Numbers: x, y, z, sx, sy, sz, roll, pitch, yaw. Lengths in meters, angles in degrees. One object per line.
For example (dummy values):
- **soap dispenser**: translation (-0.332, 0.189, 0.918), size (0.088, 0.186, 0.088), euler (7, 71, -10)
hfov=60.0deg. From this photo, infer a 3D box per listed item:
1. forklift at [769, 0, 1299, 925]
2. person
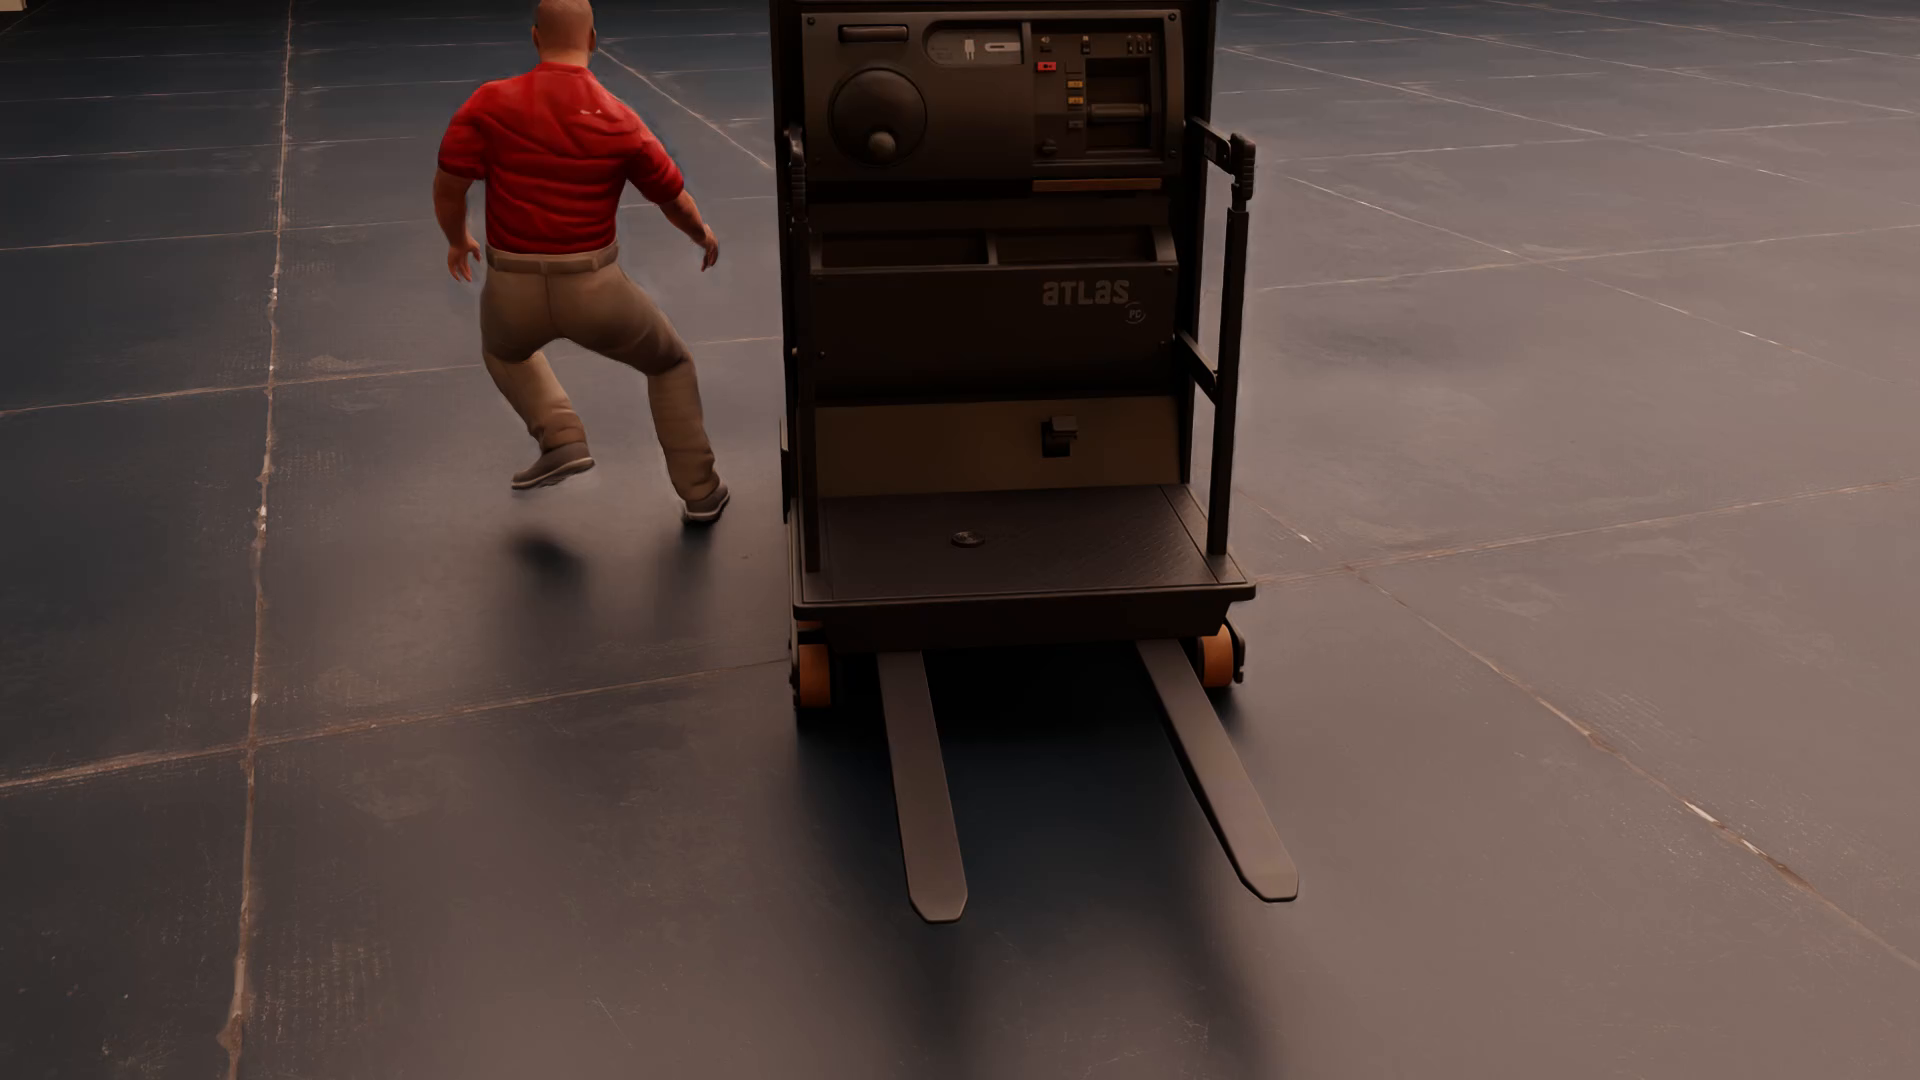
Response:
- **forklift**: translation (0.109, -1.073, 3.851), size (1.130, 2.935, 3.031), euler (-2, 23, -6)
- **person**: translation (-1.142, -0.833, 5.008), size (0.794, 1.593, 0.620), euler (-1, 23, -2)
